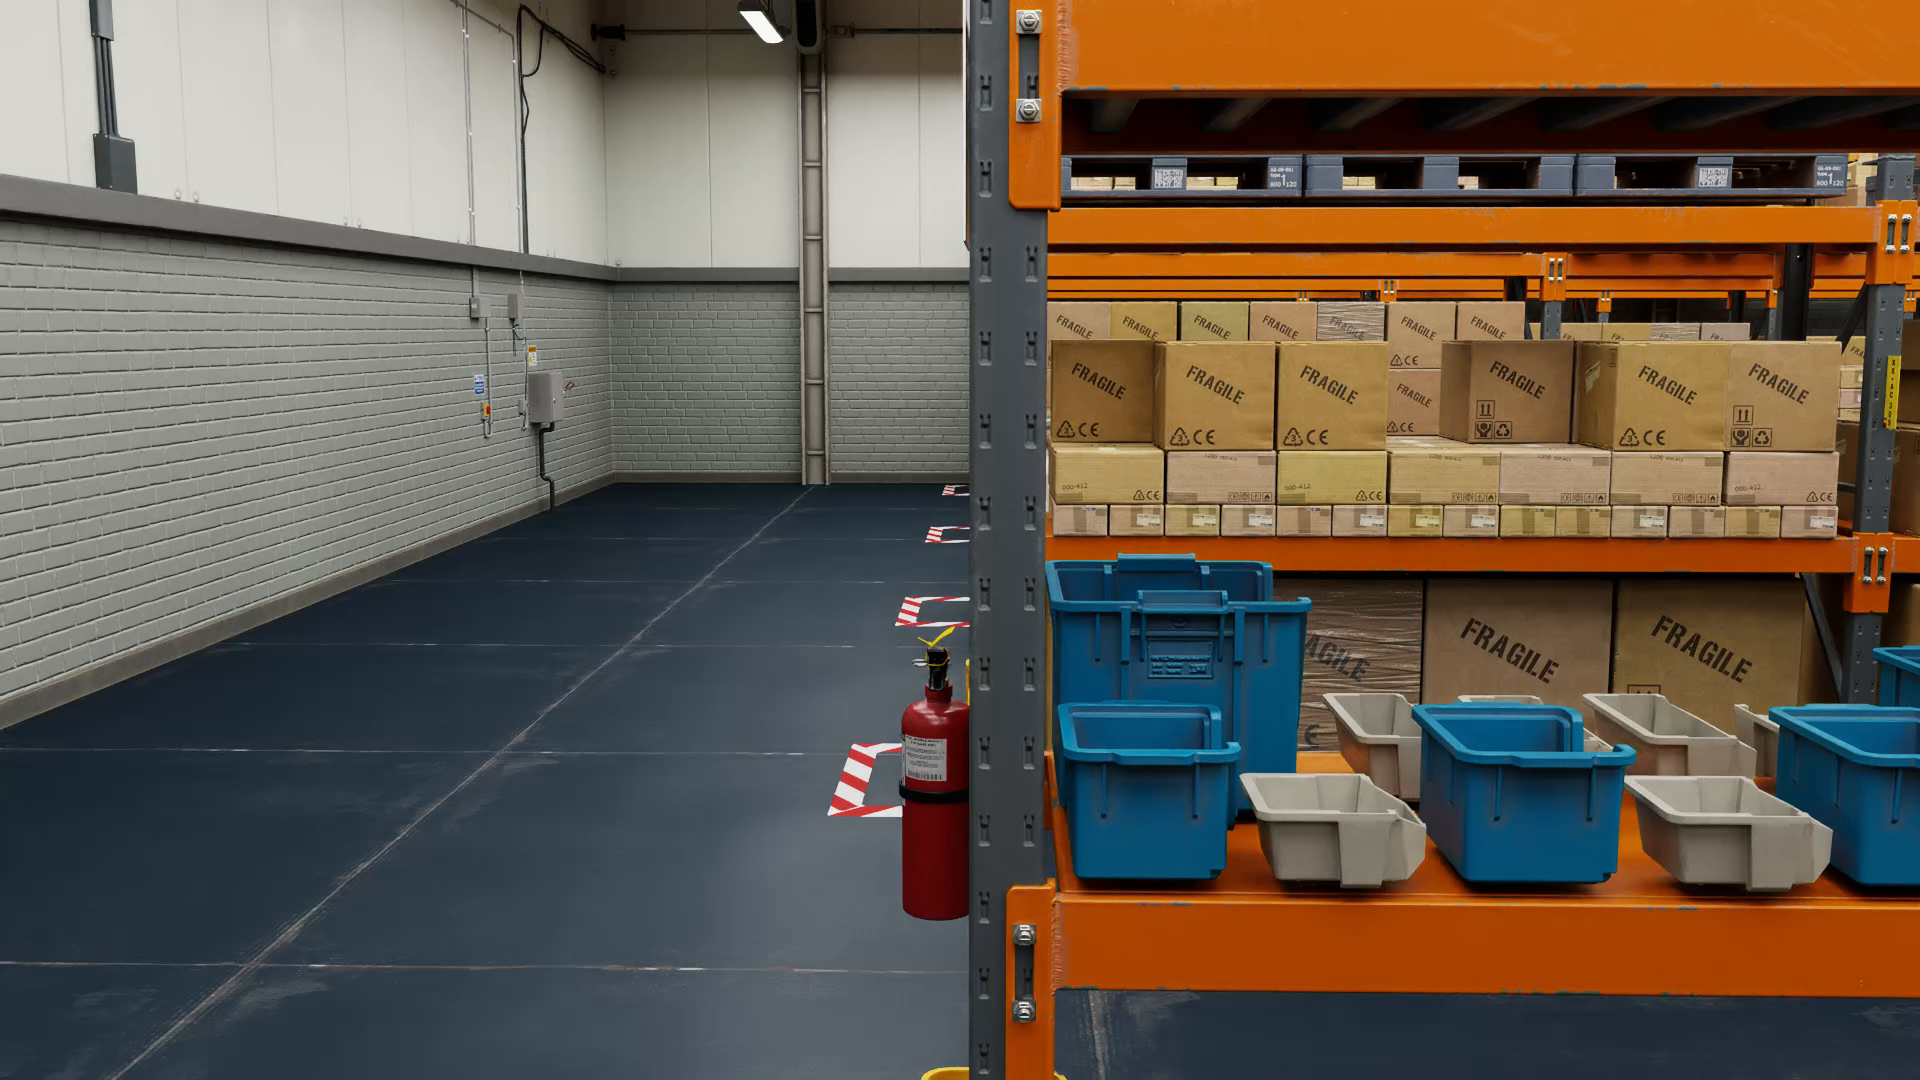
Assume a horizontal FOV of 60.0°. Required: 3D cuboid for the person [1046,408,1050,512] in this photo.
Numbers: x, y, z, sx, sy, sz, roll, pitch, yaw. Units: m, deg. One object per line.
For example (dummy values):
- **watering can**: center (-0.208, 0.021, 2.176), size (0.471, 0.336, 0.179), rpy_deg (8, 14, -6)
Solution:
- **person**: center (0.673, -0.069, 11.570), size (0.503, 1.693, 0.526), rpy_deg (-2, 8, -17)
